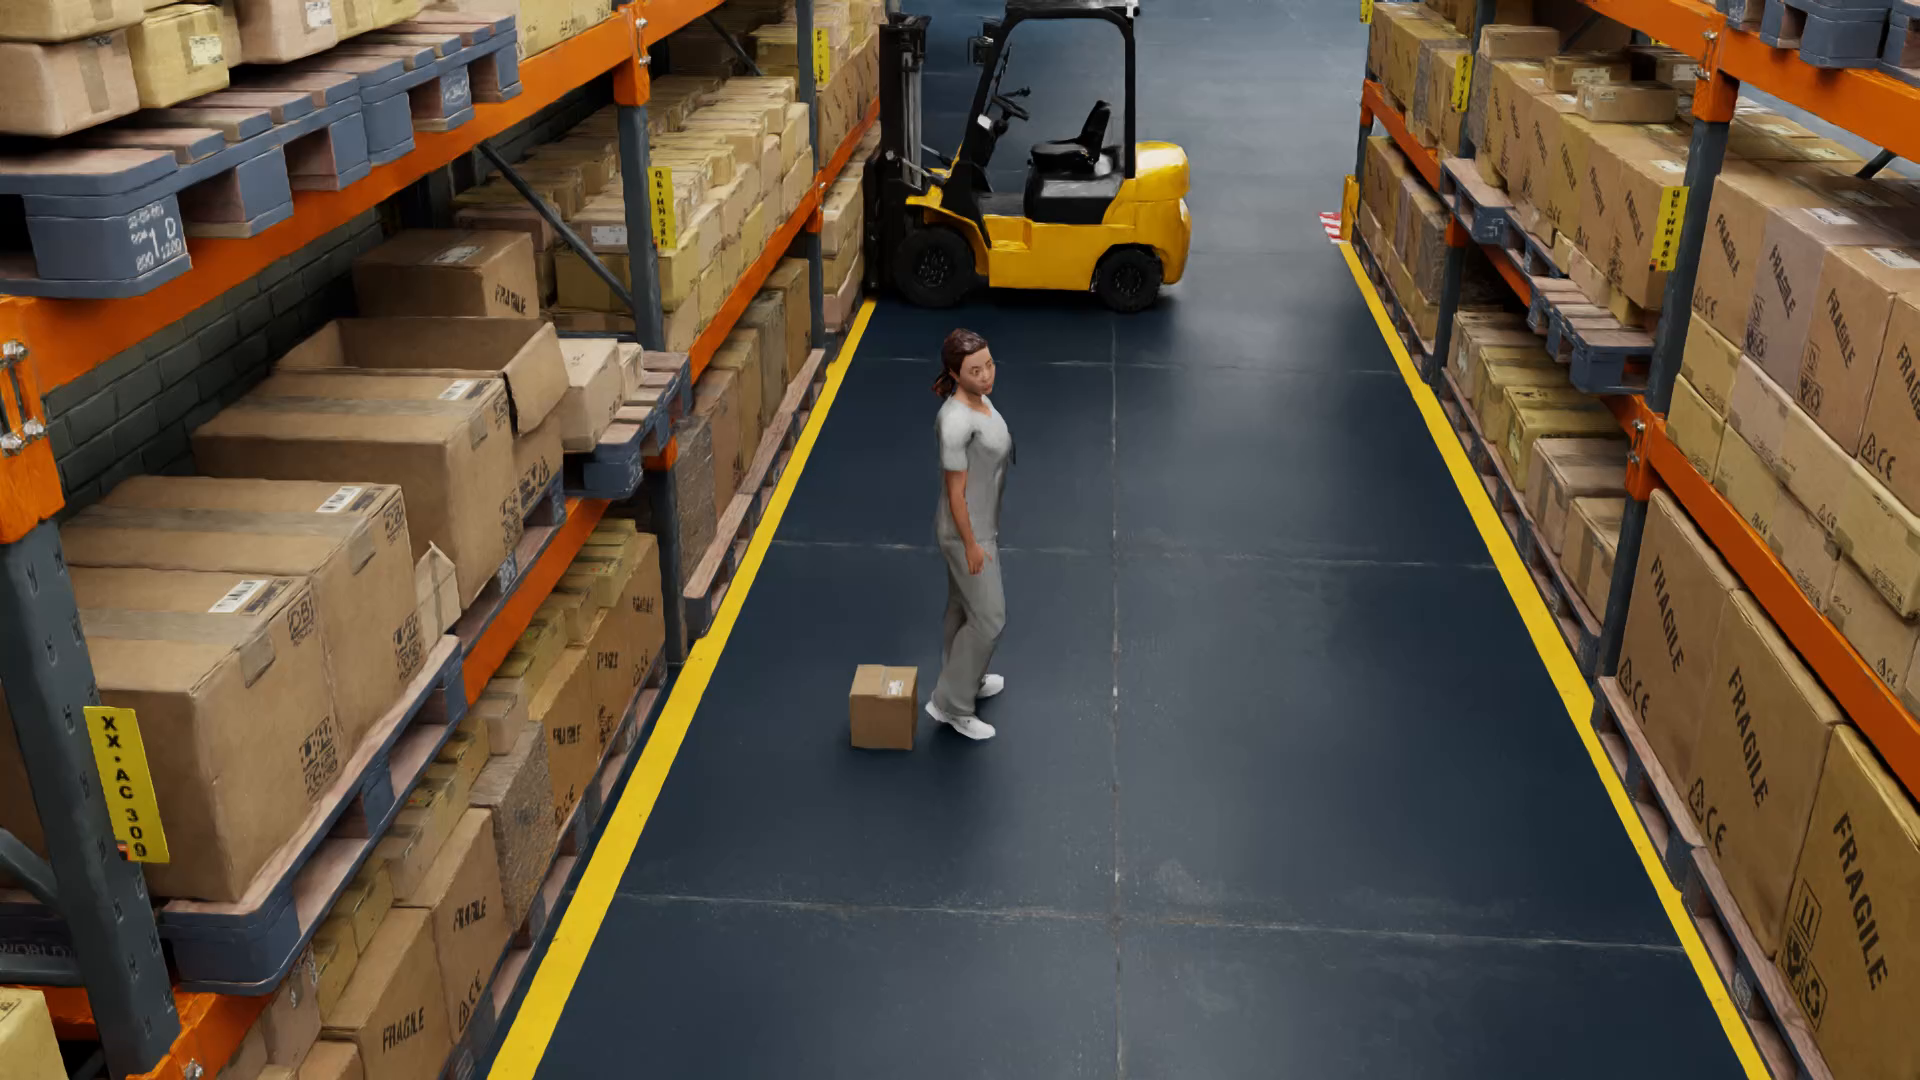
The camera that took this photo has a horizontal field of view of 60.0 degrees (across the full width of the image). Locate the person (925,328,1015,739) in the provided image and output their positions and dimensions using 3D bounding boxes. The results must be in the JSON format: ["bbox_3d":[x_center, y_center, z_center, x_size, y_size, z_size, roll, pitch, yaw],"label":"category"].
[{"bbox_3d":[0.043,-0.028,6.662,0.339,1.703,0.486,4,25,8],"label":"person"}]
